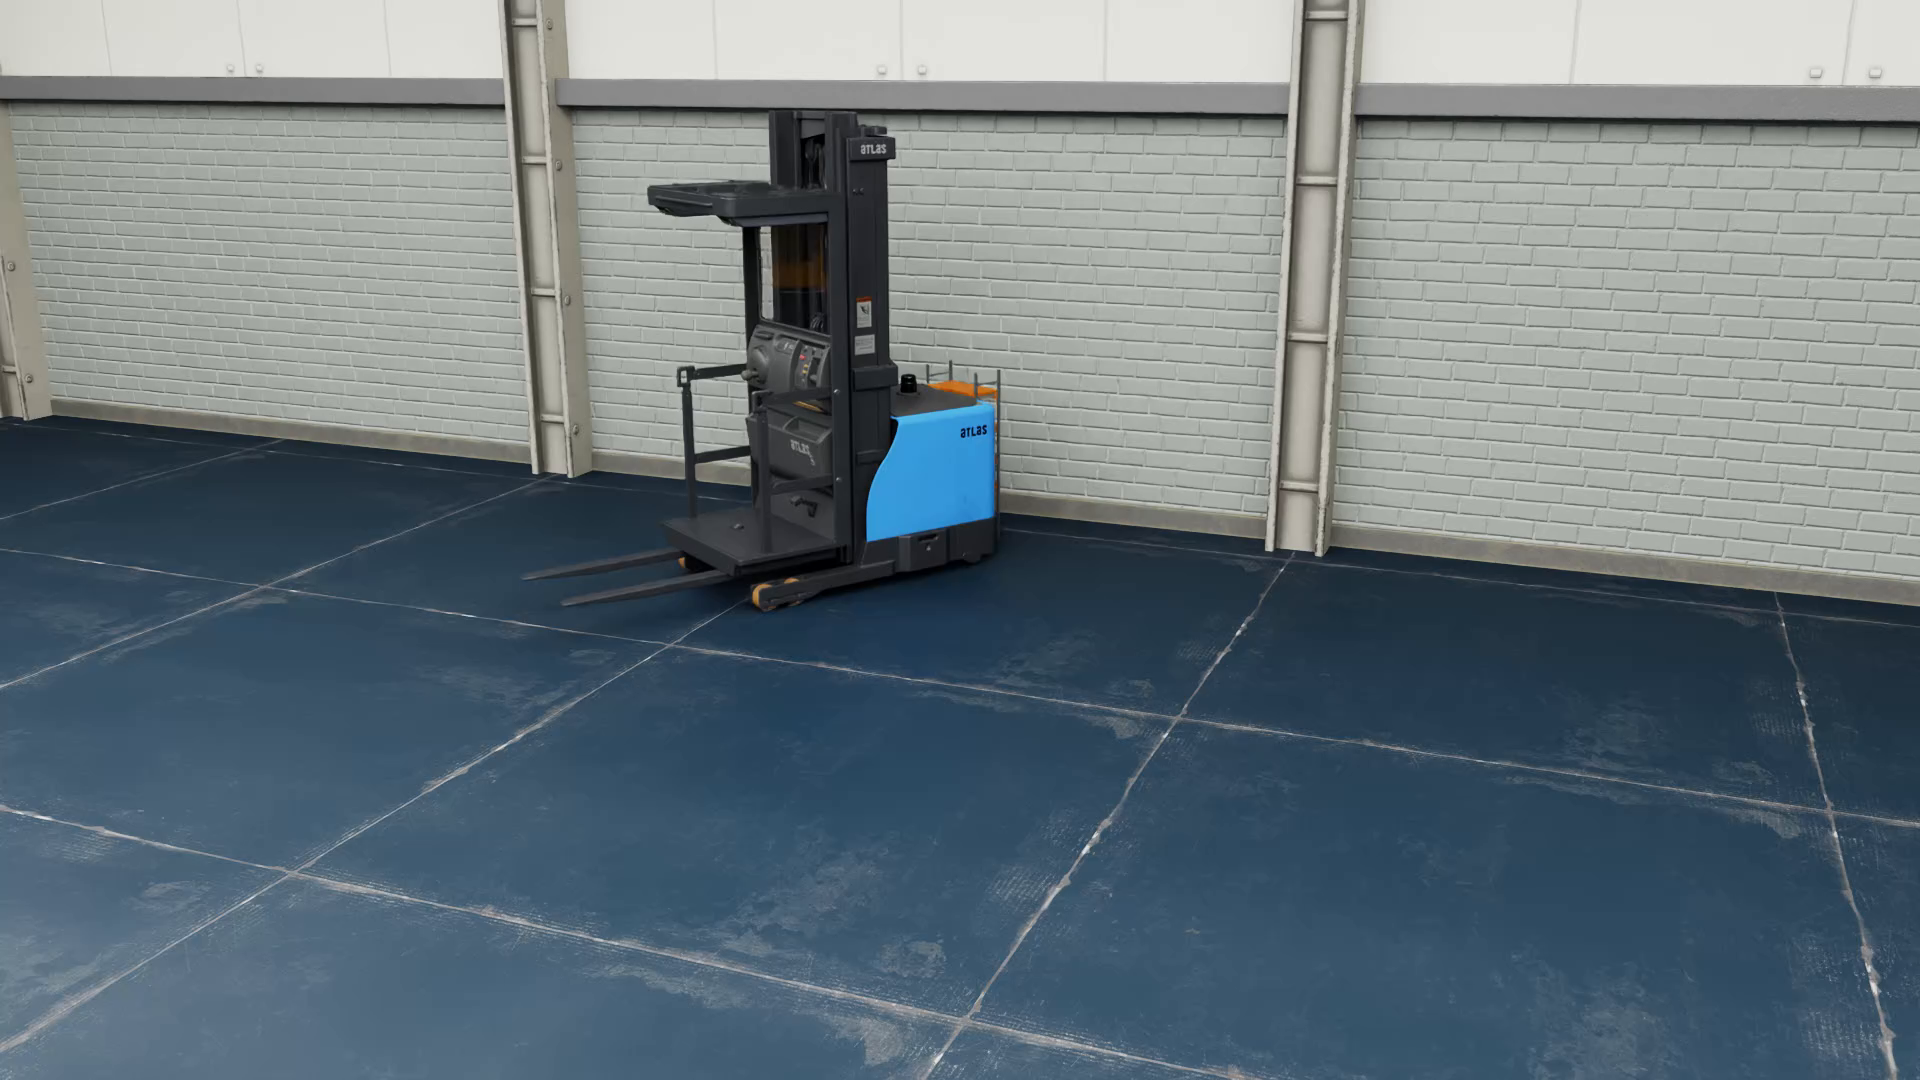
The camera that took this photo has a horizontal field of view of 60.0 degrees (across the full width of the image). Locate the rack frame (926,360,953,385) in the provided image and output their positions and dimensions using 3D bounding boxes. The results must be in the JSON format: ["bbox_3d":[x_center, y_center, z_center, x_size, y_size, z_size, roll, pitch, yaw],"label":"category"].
[{"bbox_3d":[-0.145,-0.672,11.837,0.240,1.200,0.015,-15,22,-41],"label":"rack frame"}]

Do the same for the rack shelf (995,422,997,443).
[{"bbox_3d":[0.021,-0.773,11.622,0.258,0.148,0.480,-15,22,-41],"label":"rack shelf"}]

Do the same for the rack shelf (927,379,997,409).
[{"bbox_3d":[0.021,-1.000,11.556,0.258,0.148,0.480,-15,22,-41],"label":"rack shelf"}]

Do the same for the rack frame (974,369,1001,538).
[{"bbox_3d":[0.187,-0.573,11.494,0.240,1.200,0.015,-15,22,-41],"label":"rack frame"}]

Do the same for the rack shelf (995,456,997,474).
[{"bbox_3d":[0.021,-0.558,11.684,0.258,0.148,0.480,-15,22,-41],"label":"rack shelf"}]

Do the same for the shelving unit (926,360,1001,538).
[{"bbox_3d":[0.021,-0.622,11.666,0.258,1.200,0.503,-15,22,-41],"label":"shelving unit"}]

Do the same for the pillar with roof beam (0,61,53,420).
[{"bbox_3d":[-10.407,-4.381,10.622,0.400,9.000,9.100,6,17,21],"label":"pillar with roof beam"}]

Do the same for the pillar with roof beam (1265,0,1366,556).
[{"bbox_3d":[0.756,-3.153,6.394,0.400,9.000,9.100,6,17,21],"label":"pillar with roof beam"}]

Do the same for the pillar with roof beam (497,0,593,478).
[{"bbox_3d":[-4.826,-3.767,8.508,0.400,9.000,9.100,6,17,21],"label":"pillar with roof beam"}]

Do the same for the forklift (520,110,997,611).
[{"bbox_3d":[-1.249,-1.140,10.343,3.031,2.935,1.130,-11,20,-34],"label":"forklift"}]
